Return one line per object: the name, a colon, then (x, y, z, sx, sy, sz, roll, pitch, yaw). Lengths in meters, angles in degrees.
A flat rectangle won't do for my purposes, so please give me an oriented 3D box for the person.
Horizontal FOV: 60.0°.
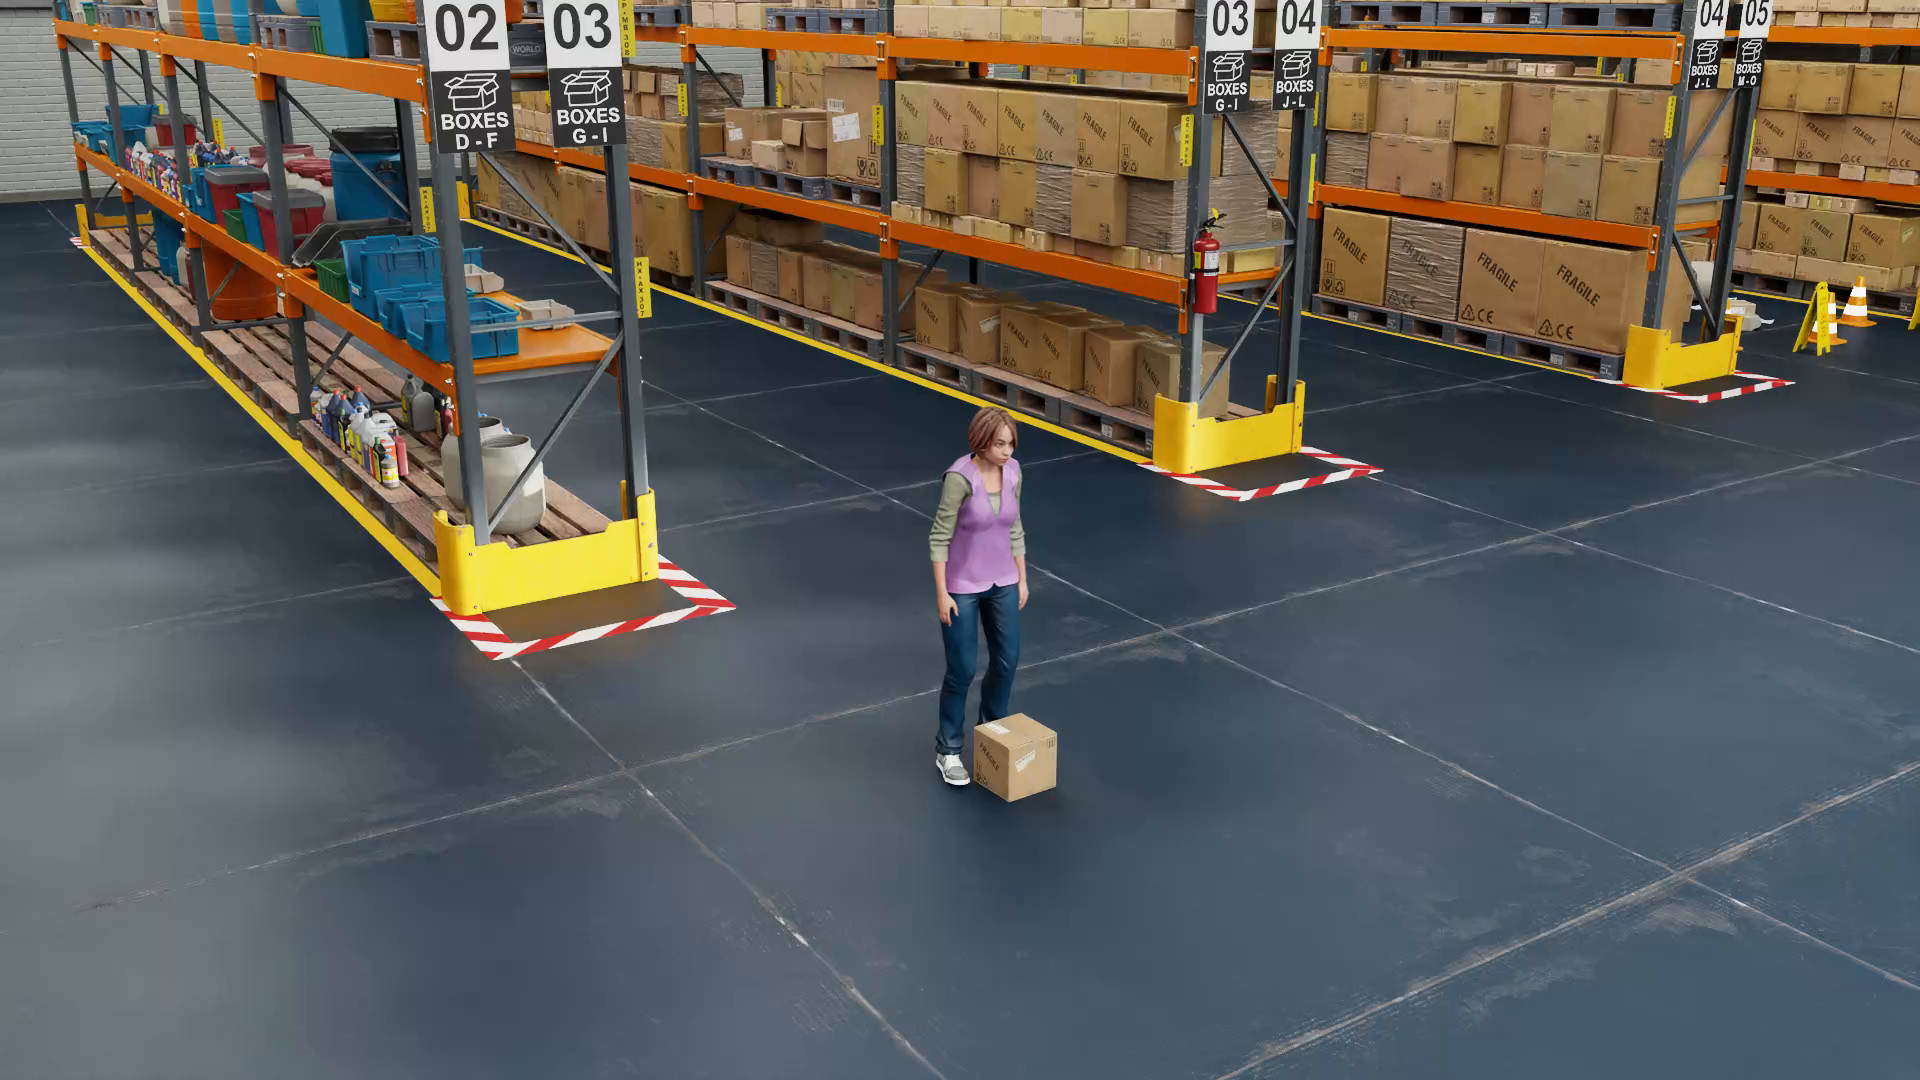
person: (0.094, 0.215, 6.931, 0.459, 1.591, 0.372, -12, 22, -32)
